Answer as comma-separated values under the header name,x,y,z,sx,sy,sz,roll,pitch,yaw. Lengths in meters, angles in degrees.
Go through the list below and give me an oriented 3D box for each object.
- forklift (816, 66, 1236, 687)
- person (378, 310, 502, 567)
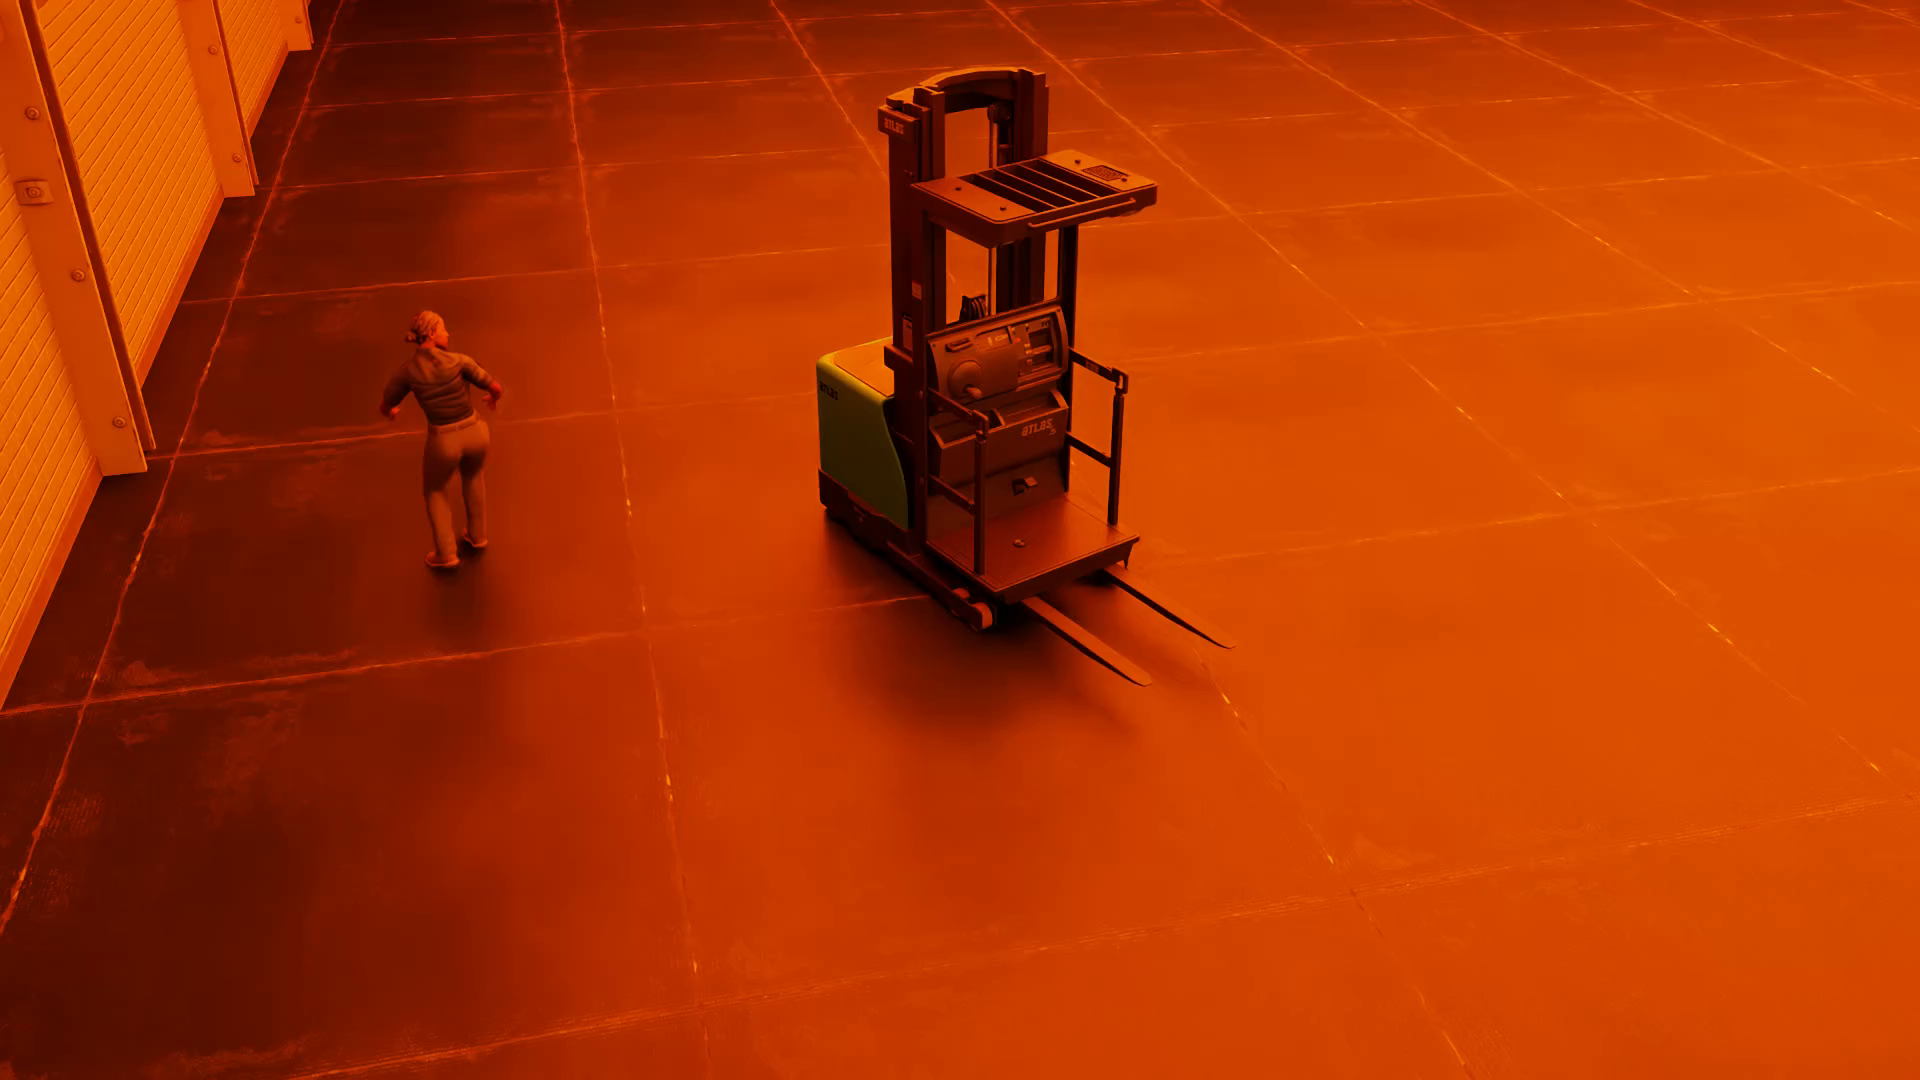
name,x,y,z,sx,sy,sz,roll,pitch,yaw
forklift,0.355,-1.021,9.338,1.130,2.935,3.031,-20,35,-30
person,-3.091,-0.634,9.988,0.695,1.613,0.621,-14,33,-22
